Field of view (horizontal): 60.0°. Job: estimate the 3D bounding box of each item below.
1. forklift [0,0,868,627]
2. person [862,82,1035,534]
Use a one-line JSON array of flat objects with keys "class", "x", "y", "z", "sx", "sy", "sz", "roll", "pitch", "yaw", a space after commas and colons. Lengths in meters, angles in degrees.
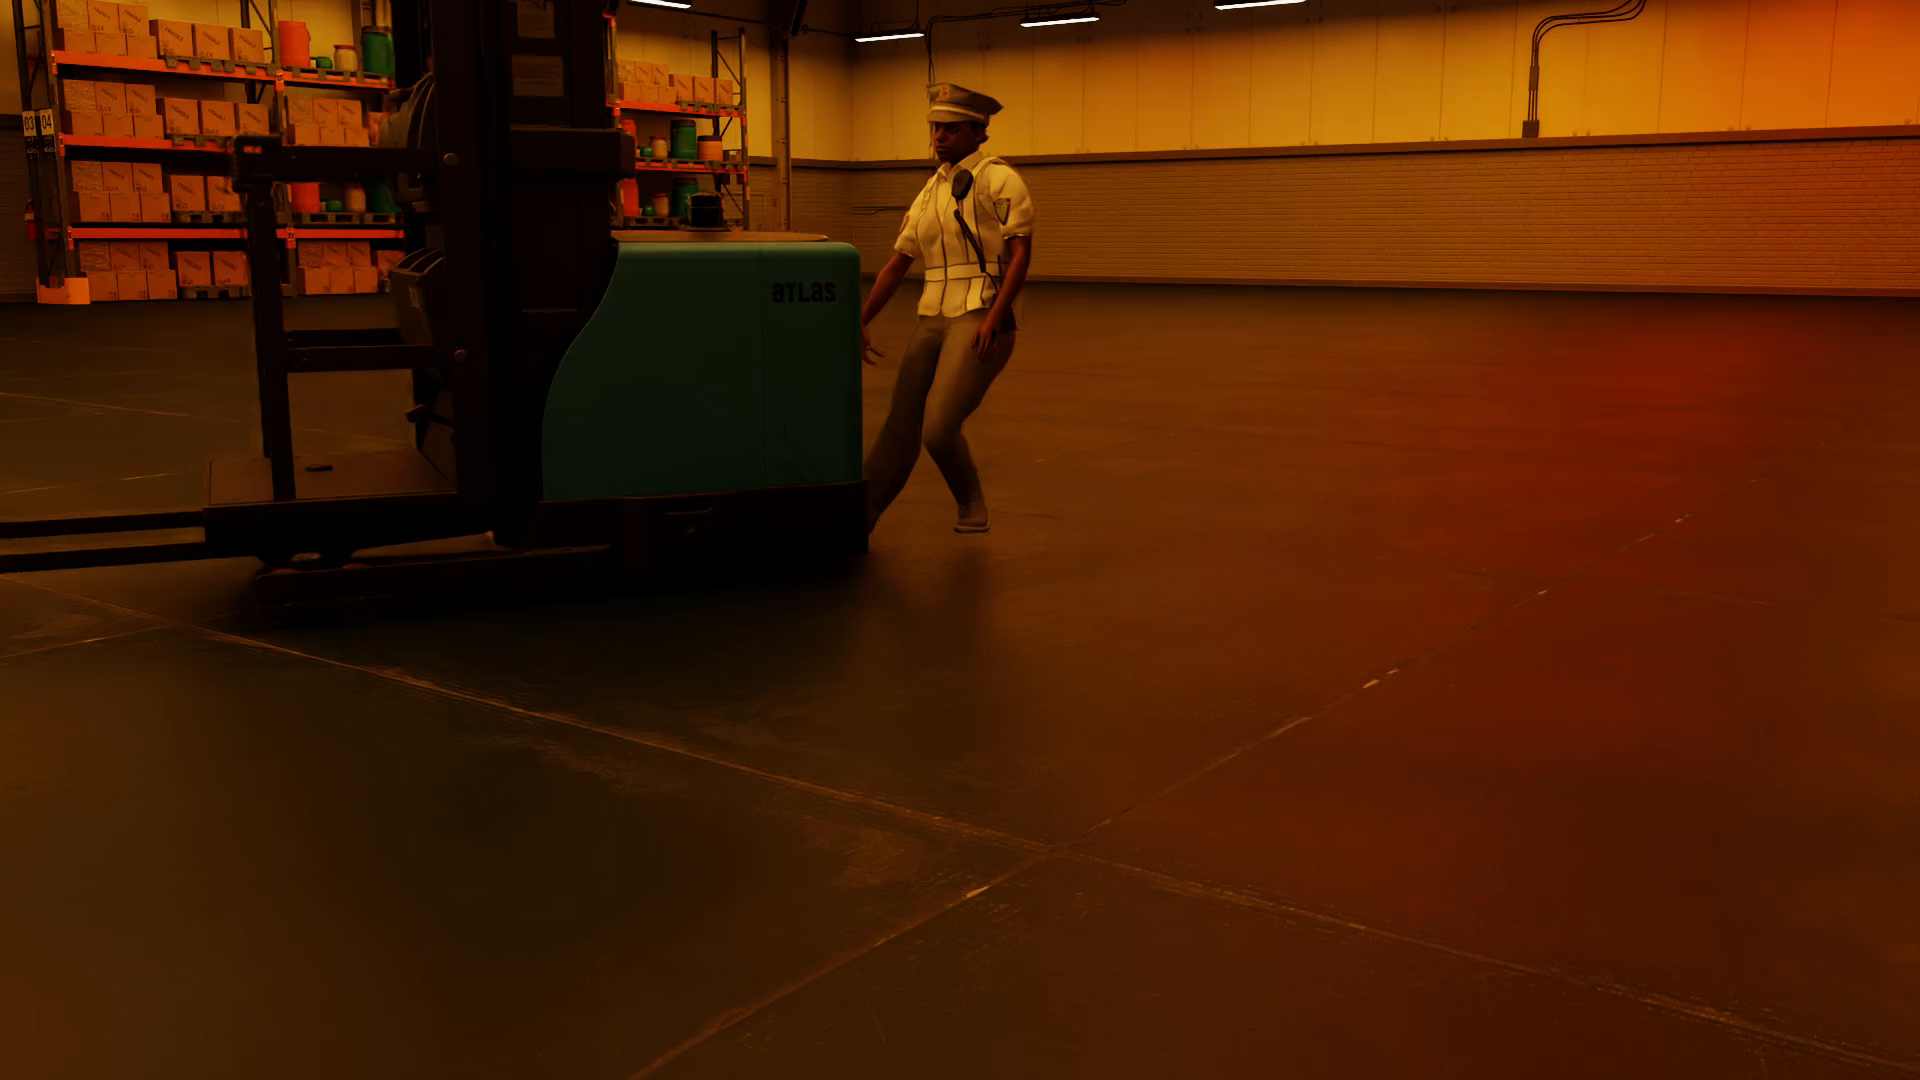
[{"class": "forklift", "x": -1.867, "y": -1.303, "z": 5.054, "sx": 3.031, "sy": 2.935, "sz": 1.130, "roll": -5, "pitch": 11, "yaw": -23}, {"class": "person", "x": -0.138, "y": -0.728, "z": 5.606, "sx": 0.682, "sy": 1.586, "sz": 0.657, "roll": -9, "pitch": 14, "yaw": -41}]
